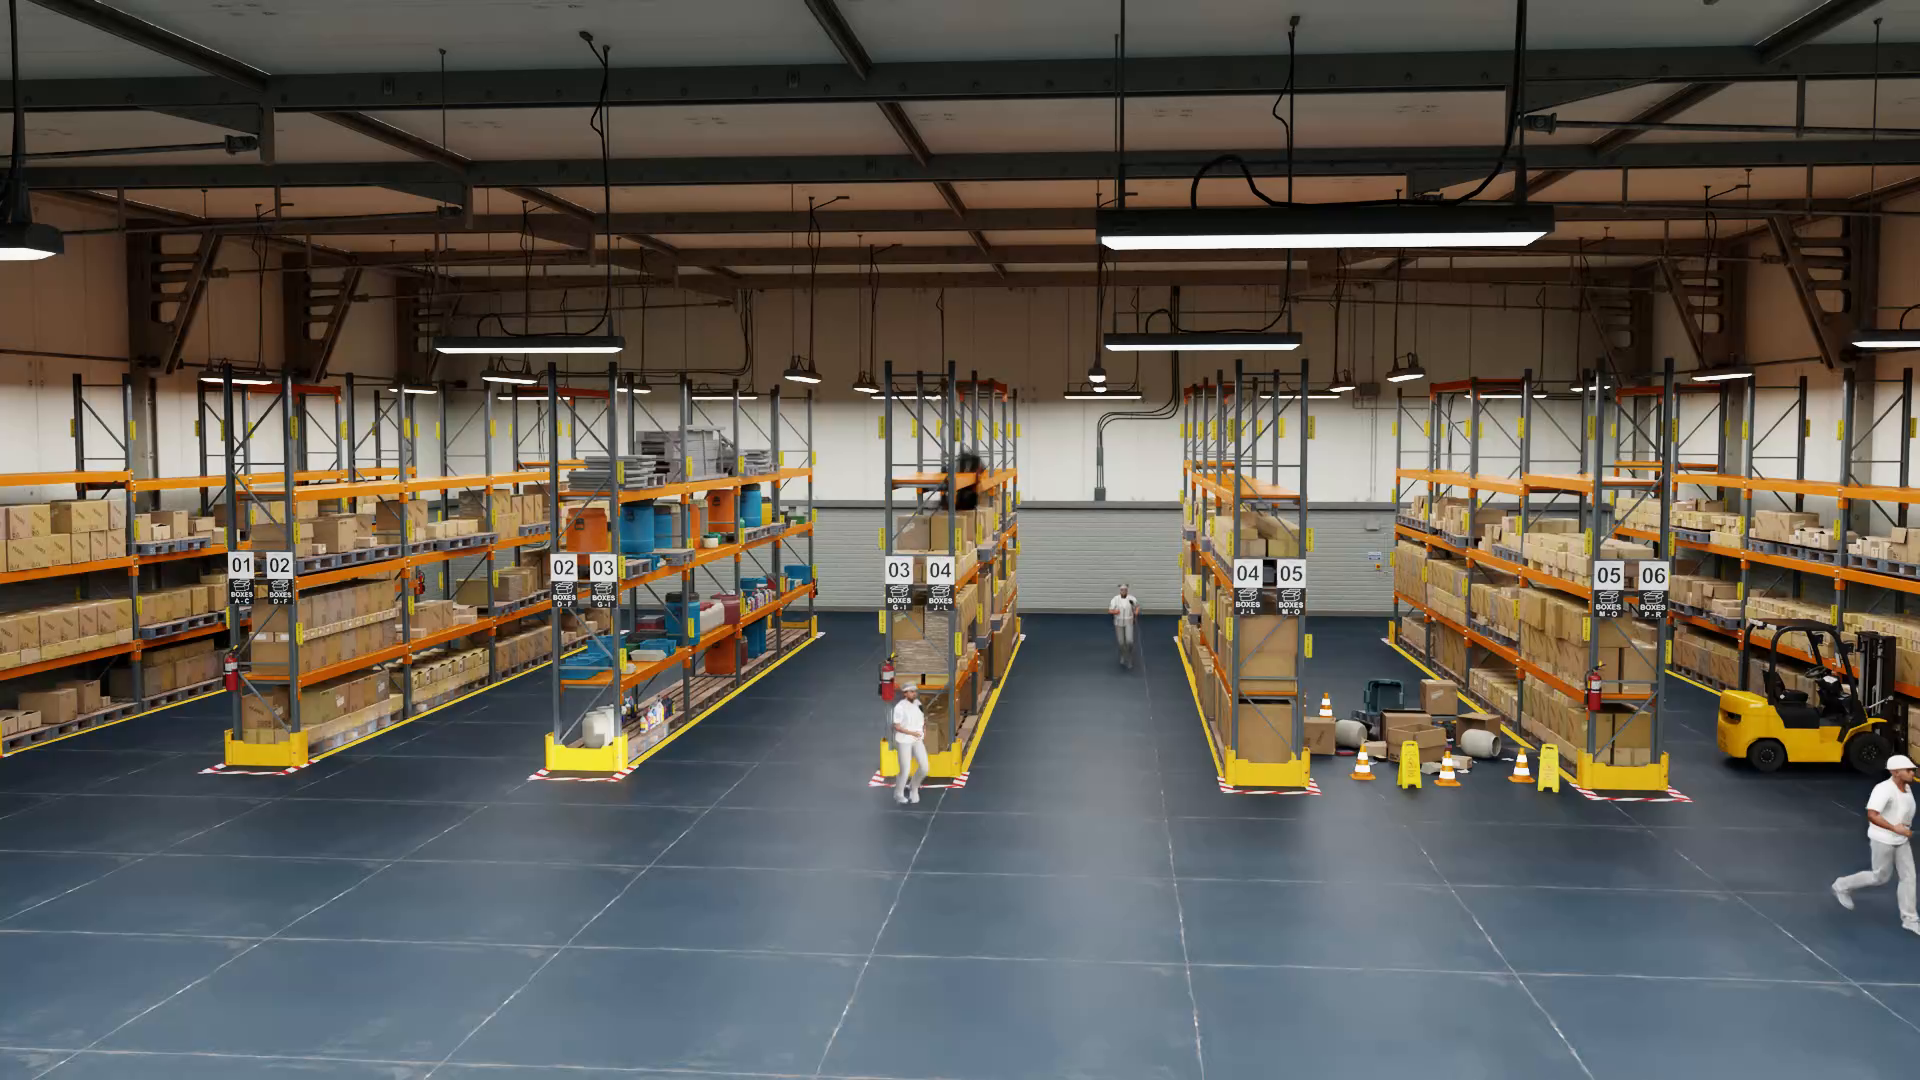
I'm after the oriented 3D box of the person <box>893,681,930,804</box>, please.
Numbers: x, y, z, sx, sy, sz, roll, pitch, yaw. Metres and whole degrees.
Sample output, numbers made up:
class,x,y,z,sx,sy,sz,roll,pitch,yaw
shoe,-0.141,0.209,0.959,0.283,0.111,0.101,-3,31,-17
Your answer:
class,x,y,z,sx,sy,sz,roll,pitch,yaw
person,-0.627,2.709,22.210,0.605,1.694,0.653,-3,5,-37

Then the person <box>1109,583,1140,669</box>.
class,x,y,z,sx,sy,sz,roll,pitch,yaw
person,3.465,1.824,35.139,0.640,1.847,0.795,1,4,8

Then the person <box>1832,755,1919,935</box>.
class,x,y,z,sx,sy,sz,roll,pitch,yaw
person,9.332,3.024,16.749,0.725,1.757,1.006,-3,5,-36
